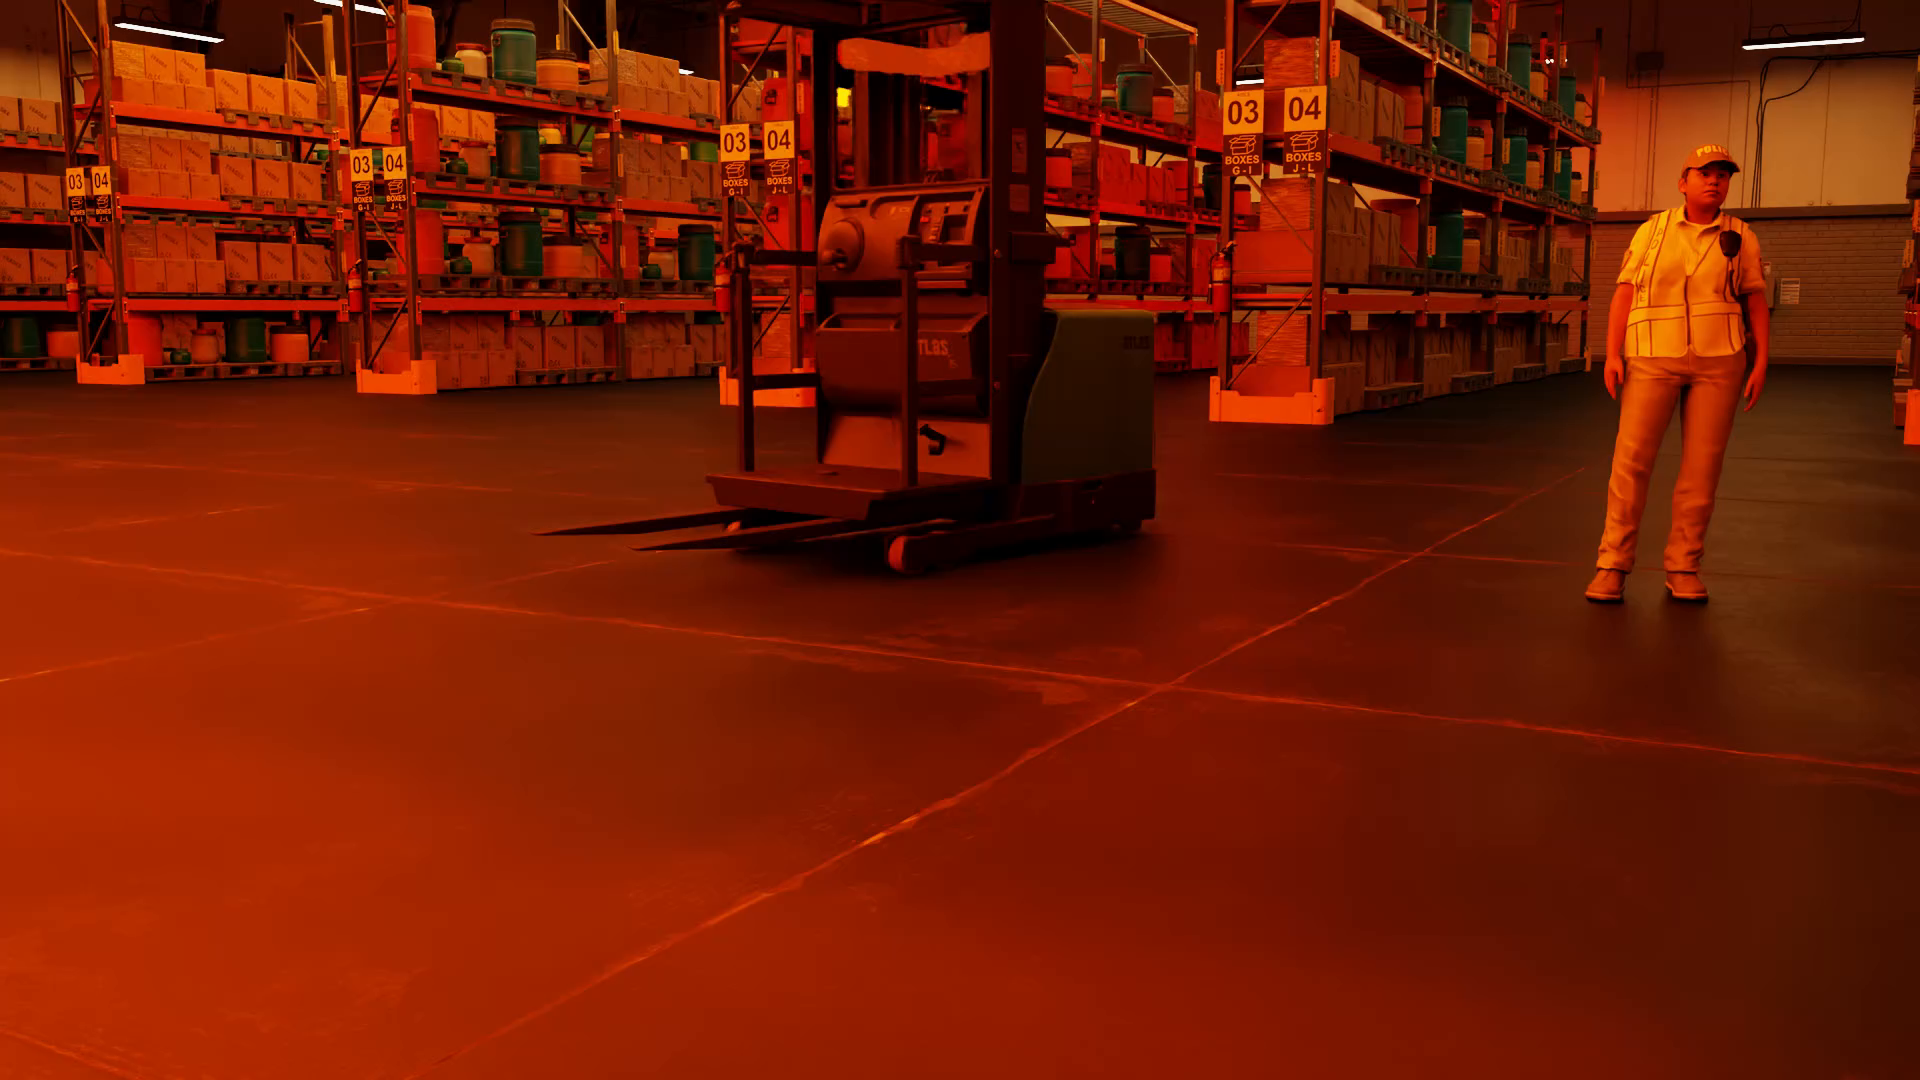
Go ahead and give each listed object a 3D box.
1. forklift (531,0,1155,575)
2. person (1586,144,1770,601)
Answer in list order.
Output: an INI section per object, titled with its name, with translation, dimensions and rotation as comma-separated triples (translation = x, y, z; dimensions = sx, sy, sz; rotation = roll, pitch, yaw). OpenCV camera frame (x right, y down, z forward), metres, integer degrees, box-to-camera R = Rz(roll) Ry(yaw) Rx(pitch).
[forklift]
translation = -0.403, -1.385, 7.128
dimensions = 1.130, 2.935, 3.031
rotation = 7, 10, 41
[person]
translation = 2.674, -0.620, 6.162
dimensions = 0.596, 1.669, 0.531
rotation = 3, 8, 19
